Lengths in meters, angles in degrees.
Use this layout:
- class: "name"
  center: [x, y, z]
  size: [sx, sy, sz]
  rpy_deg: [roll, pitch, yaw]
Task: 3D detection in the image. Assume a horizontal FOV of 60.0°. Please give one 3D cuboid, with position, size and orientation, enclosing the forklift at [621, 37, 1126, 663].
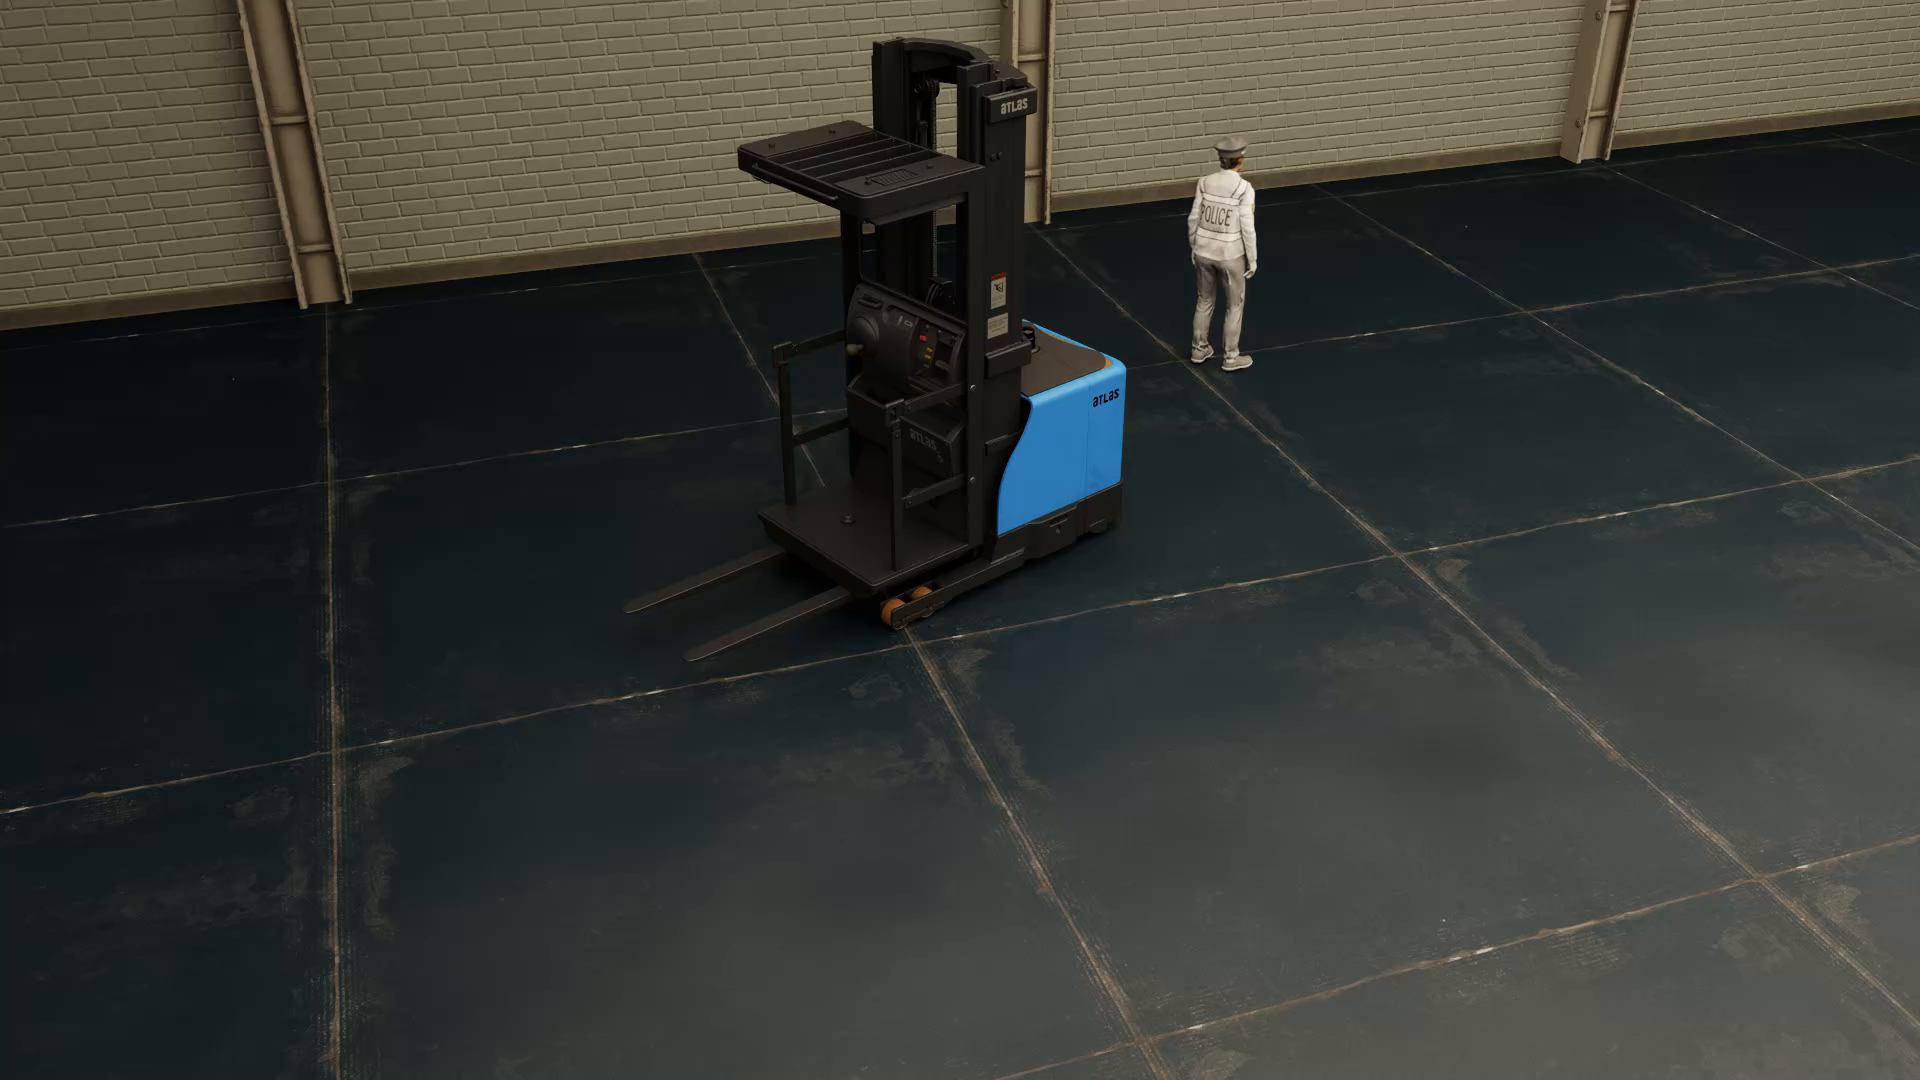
- class: "forklift"
  center: [-0.461, -1.072, 8.951]
  size: [3.031, 2.935, 1.130]
  rpy_deg: [-23, 37, -34]

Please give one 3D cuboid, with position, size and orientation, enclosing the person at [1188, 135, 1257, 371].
- class: "person"
  center: [1.876, -2.037, 11.901]
  size: [0.530, 1.663, 0.377]
  rpy_deg: [20, 36, 31]
